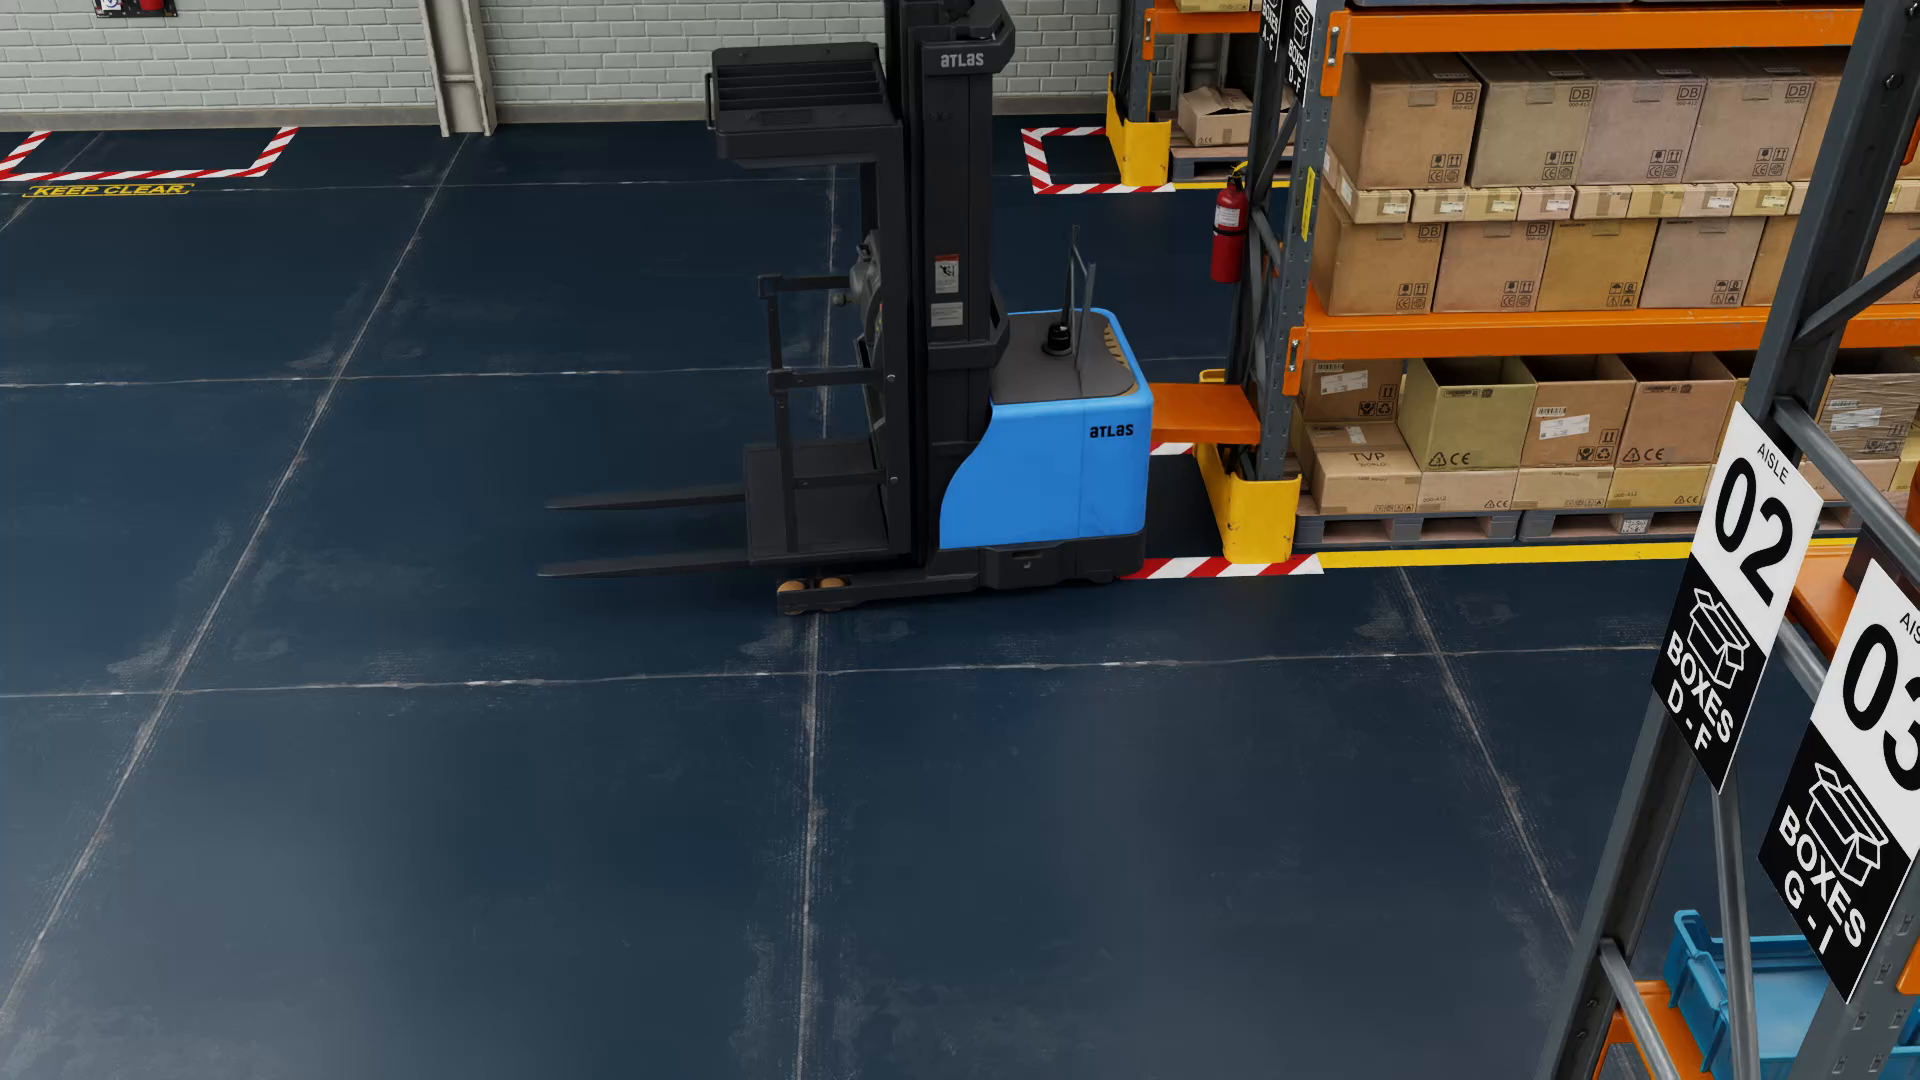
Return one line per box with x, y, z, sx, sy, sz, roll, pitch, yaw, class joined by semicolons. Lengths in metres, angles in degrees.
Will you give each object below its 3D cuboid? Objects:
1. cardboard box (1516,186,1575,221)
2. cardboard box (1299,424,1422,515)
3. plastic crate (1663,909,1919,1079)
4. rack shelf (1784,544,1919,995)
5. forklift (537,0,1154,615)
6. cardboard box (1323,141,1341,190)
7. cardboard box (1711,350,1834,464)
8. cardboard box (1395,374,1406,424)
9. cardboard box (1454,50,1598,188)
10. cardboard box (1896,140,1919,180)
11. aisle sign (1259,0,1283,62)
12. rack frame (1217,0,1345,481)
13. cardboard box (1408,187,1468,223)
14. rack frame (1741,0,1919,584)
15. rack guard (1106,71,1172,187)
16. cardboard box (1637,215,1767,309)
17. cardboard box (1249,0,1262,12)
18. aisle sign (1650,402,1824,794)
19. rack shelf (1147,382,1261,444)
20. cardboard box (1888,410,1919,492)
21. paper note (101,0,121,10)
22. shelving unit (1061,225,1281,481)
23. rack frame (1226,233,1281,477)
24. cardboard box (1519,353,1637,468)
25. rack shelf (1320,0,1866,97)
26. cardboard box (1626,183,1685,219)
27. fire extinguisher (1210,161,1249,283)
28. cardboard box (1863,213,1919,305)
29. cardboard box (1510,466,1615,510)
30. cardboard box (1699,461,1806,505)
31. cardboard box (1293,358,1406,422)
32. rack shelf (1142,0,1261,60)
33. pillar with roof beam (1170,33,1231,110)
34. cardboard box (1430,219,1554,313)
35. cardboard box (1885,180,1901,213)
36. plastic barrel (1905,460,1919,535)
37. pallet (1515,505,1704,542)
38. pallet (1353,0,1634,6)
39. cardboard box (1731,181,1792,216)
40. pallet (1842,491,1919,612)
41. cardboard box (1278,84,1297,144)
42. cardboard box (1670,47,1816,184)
2.717;-1.661;7.892;0.250;0.149;0.380;-2;35;-3;cardboard box
2.096;-0.374;8.739;0.500;0.250;0.500;-2;35;-2;cardboard box
2.267;1.249;4.476;0.616;0.251;0.499;-2;35;-2;plastic crate
3.779;0.380;3.598;4.000;0.370;1.077;-2;35;-2;rack shelf
-0.618;-1.156;7.881;3.031;2.935;1.130;-5;35;-7;forklift
1.923;-1.871;8.196;0.250;0.149;0.380;-2;35;-3;cardboard box
4.094;-0.743;8.613;0.500;0.500;0.500;-2;35;-2;cardboard box
2.571;-0.689;9.193;0.500;0.250;0.500;-2;35;-2;cardboard box
2.595;-2.043;7.875;0.500;0.500;0.700;-2;35;-3;cardboard box
4.598;-2.097;7.952;0.500;0.500;0.700;-2;35;-2;cardboard box
1.471;-2.679;7.736;0.004;0.787;0.394;-2;35;-2;aisle sign
1.550;-1.444;8.237;0.127;3.000;1.000;-2;35;-2;rack frame
2.216;-1.649;7.875;0.250;0.149;0.380;-2;35;-3;cardboard box
1.781;-1.096;2.462;0.127;3.000;1.000;-2;35;-2;rack frame
1.388;-3.234;13.020;0.348;0.500;1.175;-2;35;-2;rack guard
3.563;-1.534;8.279;0.500;0.500;0.700;-1;35;-1;cardboard box
2.332;-4.061;12.133;0.500;0.250;0.500;-3;35;-4;cardboard box
1.695;0.135;3.670;0.004;0.787;0.394;-2;35;-2;aisle sign
1.021;-0.621;8.520;1.000;0.185;0.538;1;32;-8;rack shelf
5.093;-0.458;8.859;0.500;0.250;0.500;-2;35;-2;cardboard box
-6.673;-4.236;13.046;0.142;0.148;0.016;-2;35;-2;paper note
1.045;-0.773;8.426;1.083;1.500;0.587;1;32;-8;shelving unit
1.539;-0.766;8.493;0.032;1.500;0.500;1;32;-8;rack frame
3.095;-0.718;8.576;0.500;0.500;0.500;-2;35;-2;cardboard box
3.548;-2.436;7.666;4.000;0.370;1.077;-2;35;-2;rack shelf
3.239;-1.676;7.915;0.250;0.149;0.380;-2;35;-3;cardboard box
1.410;-1.673;8.636;0.183;0.674;0.296;-2;35;-2;fire extinguisher
4.576;-1.560;8.316;0.500;0.500;0.700;-2;35;-3;cardboard box
3.095;-0.403;8.780;0.500;0.250;0.500;-2;35;-2;cardboard box
4.094;-0.428;8.816;0.500;0.250;0.500;-2;35;-2;cardboard box
2.072;-0.978;8.952;0.500;0.500;0.500;-2;35;-2;cardboard box
3.310;-4.018;12.589;4.000;0.370;1.077;-2;35;-2;rack shelf
2.174;-4.790;7.801;0.400;9.000;9.100;-2;35;-2;pillar with roof beam
2.541;-1.508;8.241;0.500;0.500;0.700;-1;35;-1;cardboard box
4.268;-1.705;7.955;0.250;0.149;0.380;-2;35;-2;cardboard box
2.260;-0.297;3.197;0.708;0.830;0.600;-2;35;-2;plastic barrel
3.528;-0.373;9.140;1.213;0.211;1.003;-2;35;-2;pallet
2.258;-2.646;7.415;1.213;0.211;1.003;-2;35;-2;pallet
3.751;-1.689;7.933;0.250;0.149;0.380;0;35;-1;cardboard box
2.612;0.249;3.321;1.213;0.211;1.003;-2;35;-2;pallet
2.577;-3.318;12.921;0.500;0.311;0.500;1;35;2;cardboard box
3.599;-2.071;7.914;0.500;0.500;0.700;-2;35;-2;cardboard box
